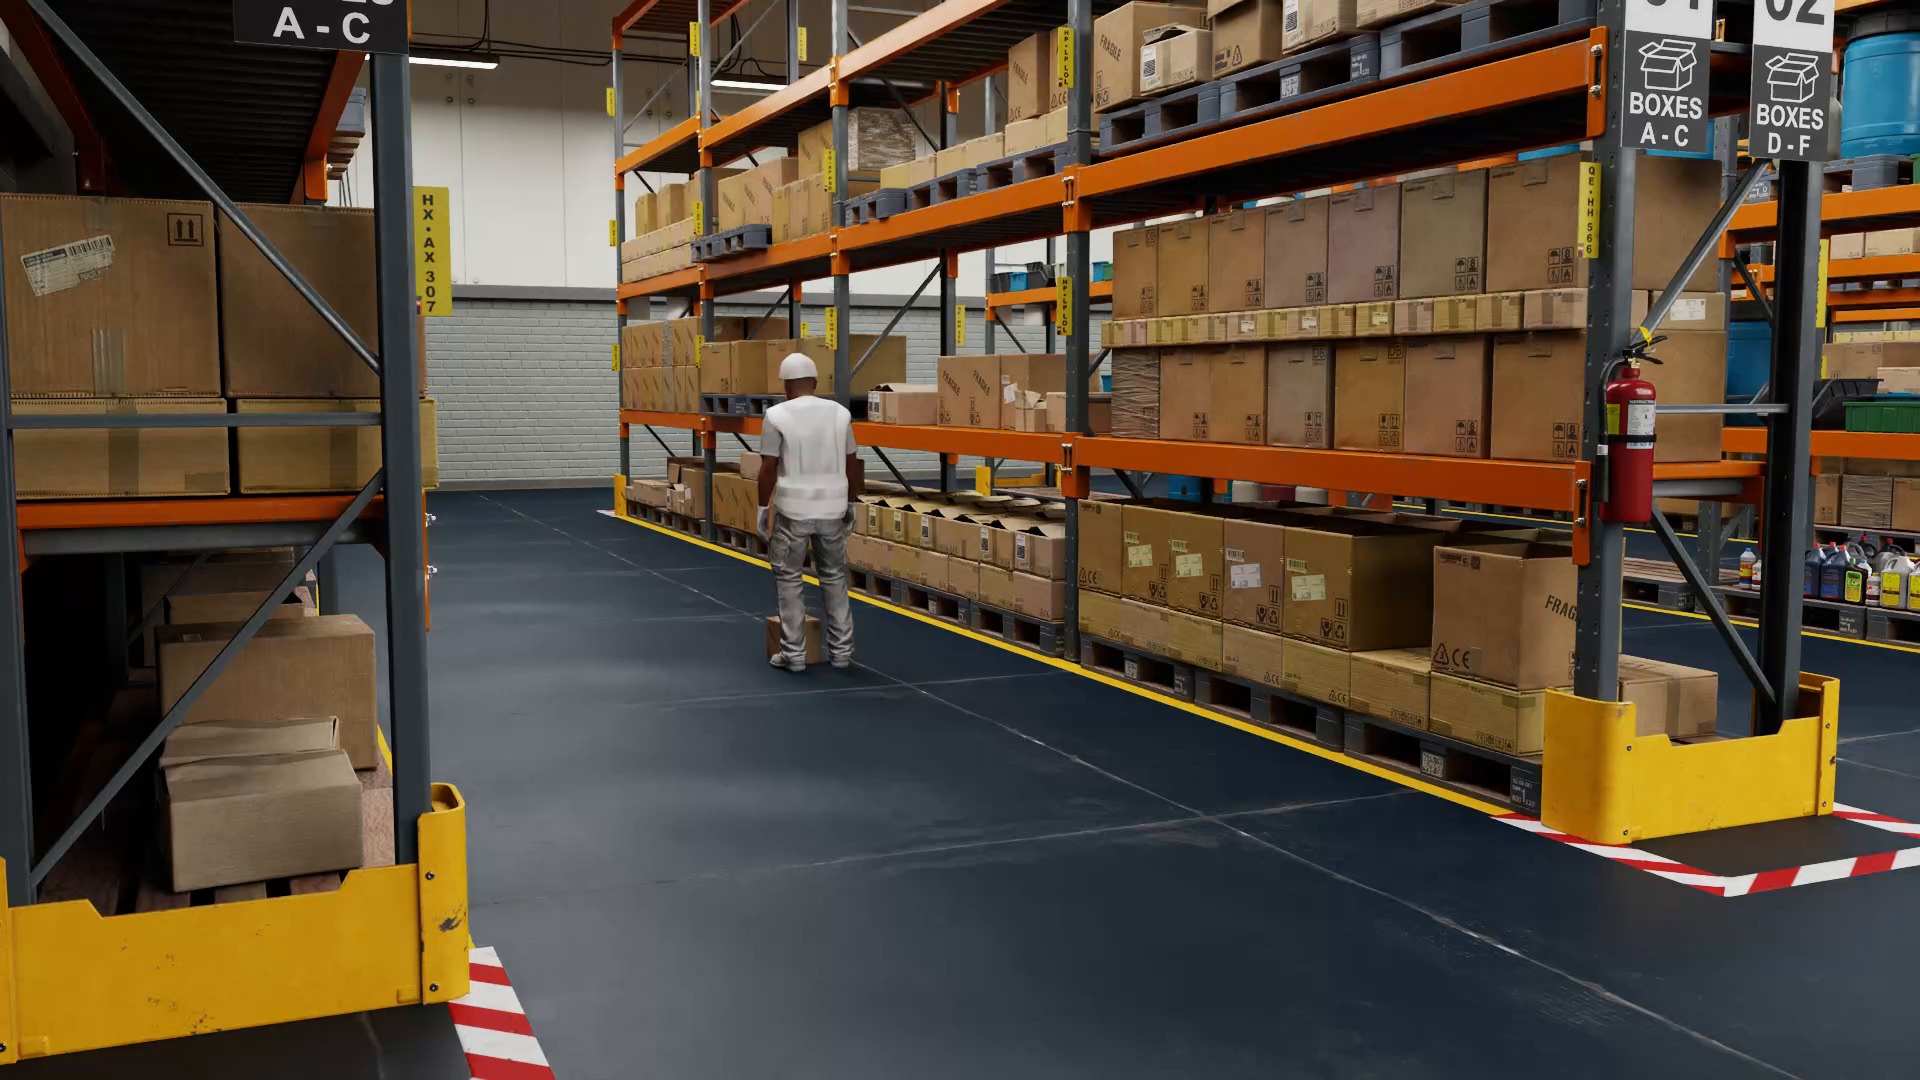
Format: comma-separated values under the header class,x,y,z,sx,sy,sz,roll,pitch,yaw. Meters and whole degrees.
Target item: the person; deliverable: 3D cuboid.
class,x,y,z,sx,sy,sz,roll,pitch,yaw
person,-0.859,-0.159,9.360,0.608,1.773,0.449,-3,6,-26
